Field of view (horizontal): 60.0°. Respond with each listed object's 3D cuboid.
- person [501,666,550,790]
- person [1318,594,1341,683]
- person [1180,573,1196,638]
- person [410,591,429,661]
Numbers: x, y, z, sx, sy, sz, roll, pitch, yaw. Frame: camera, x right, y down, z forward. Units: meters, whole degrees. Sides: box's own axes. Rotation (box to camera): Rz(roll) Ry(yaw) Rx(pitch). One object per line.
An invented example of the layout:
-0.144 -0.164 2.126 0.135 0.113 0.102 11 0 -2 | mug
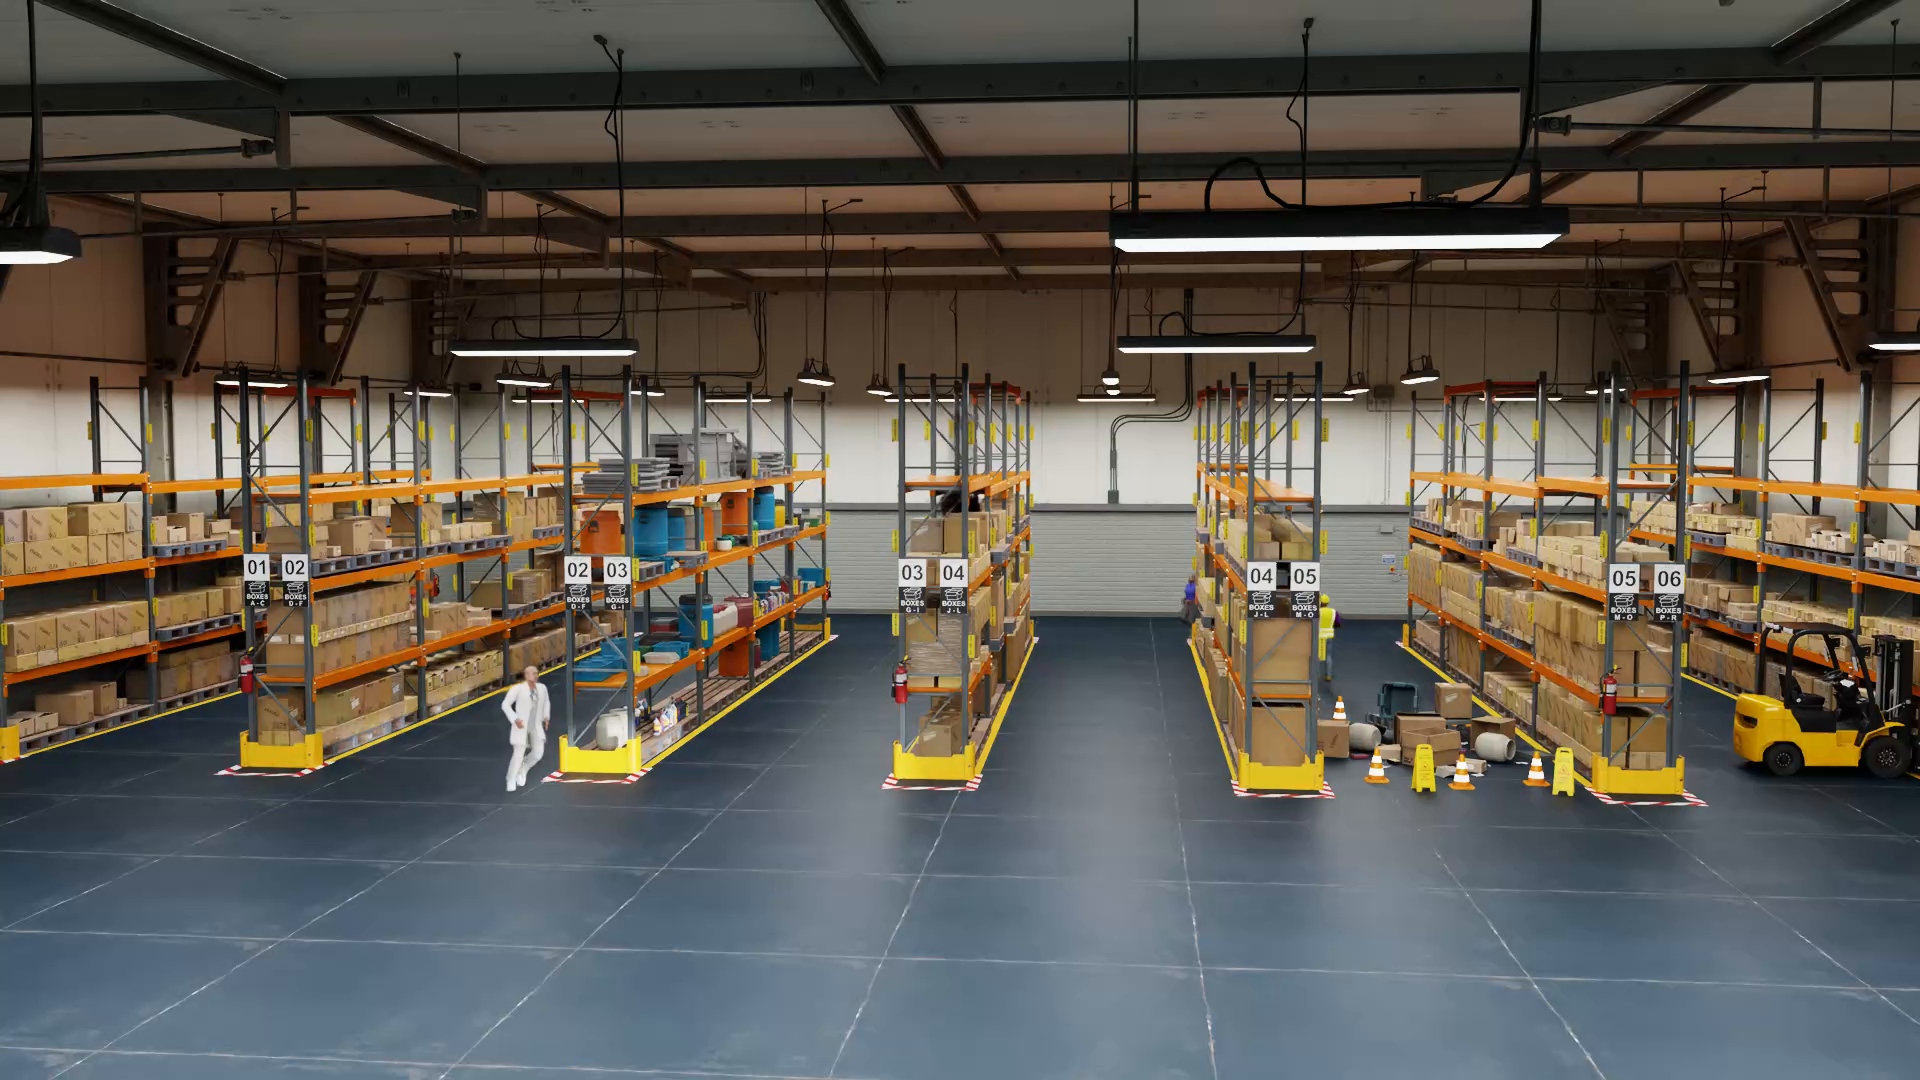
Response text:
-6.068 2.640 23.452 0.772 1.718 0.570 -3 5 -38 | person
7.250 1.990 33.071 0.679 1.816 0.806 0 4 0 | person
5.639 1.605 40.519 0.570 1.590 0.553 -3 5 -37 | person
-11.070 1.931 33.912 0.654 1.810 0.991 0 4 2 | person
